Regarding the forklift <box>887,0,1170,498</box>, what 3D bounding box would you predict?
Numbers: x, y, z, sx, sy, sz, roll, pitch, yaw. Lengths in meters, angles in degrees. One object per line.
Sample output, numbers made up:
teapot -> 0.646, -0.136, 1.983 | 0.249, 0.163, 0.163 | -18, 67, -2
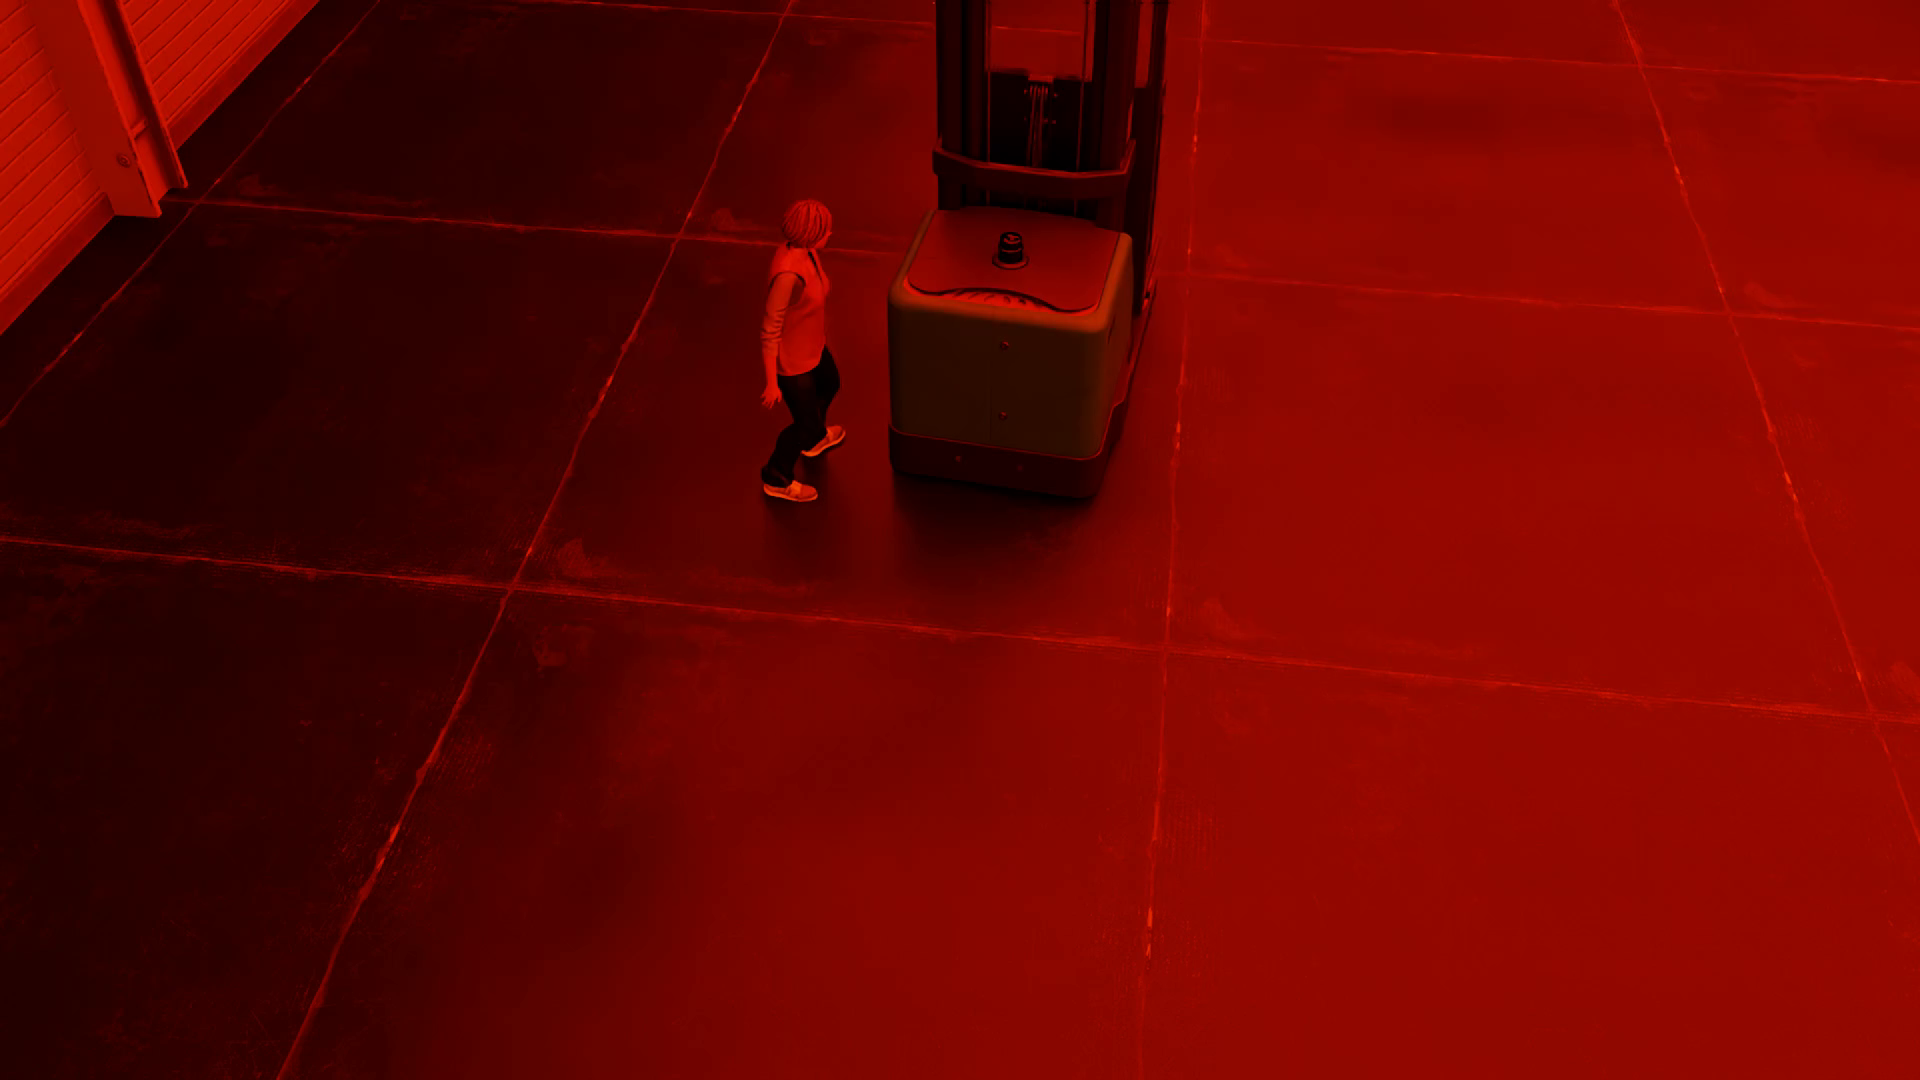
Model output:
forklift -> 0.483, -2.292, 8.219 | 1.130, 2.935, 3.031 | 9, 43, 10

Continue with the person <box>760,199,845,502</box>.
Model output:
person -> -0.759, -0.874, 7.704 | 0.398, 1.570, 0.737 | 4, 43, 5
